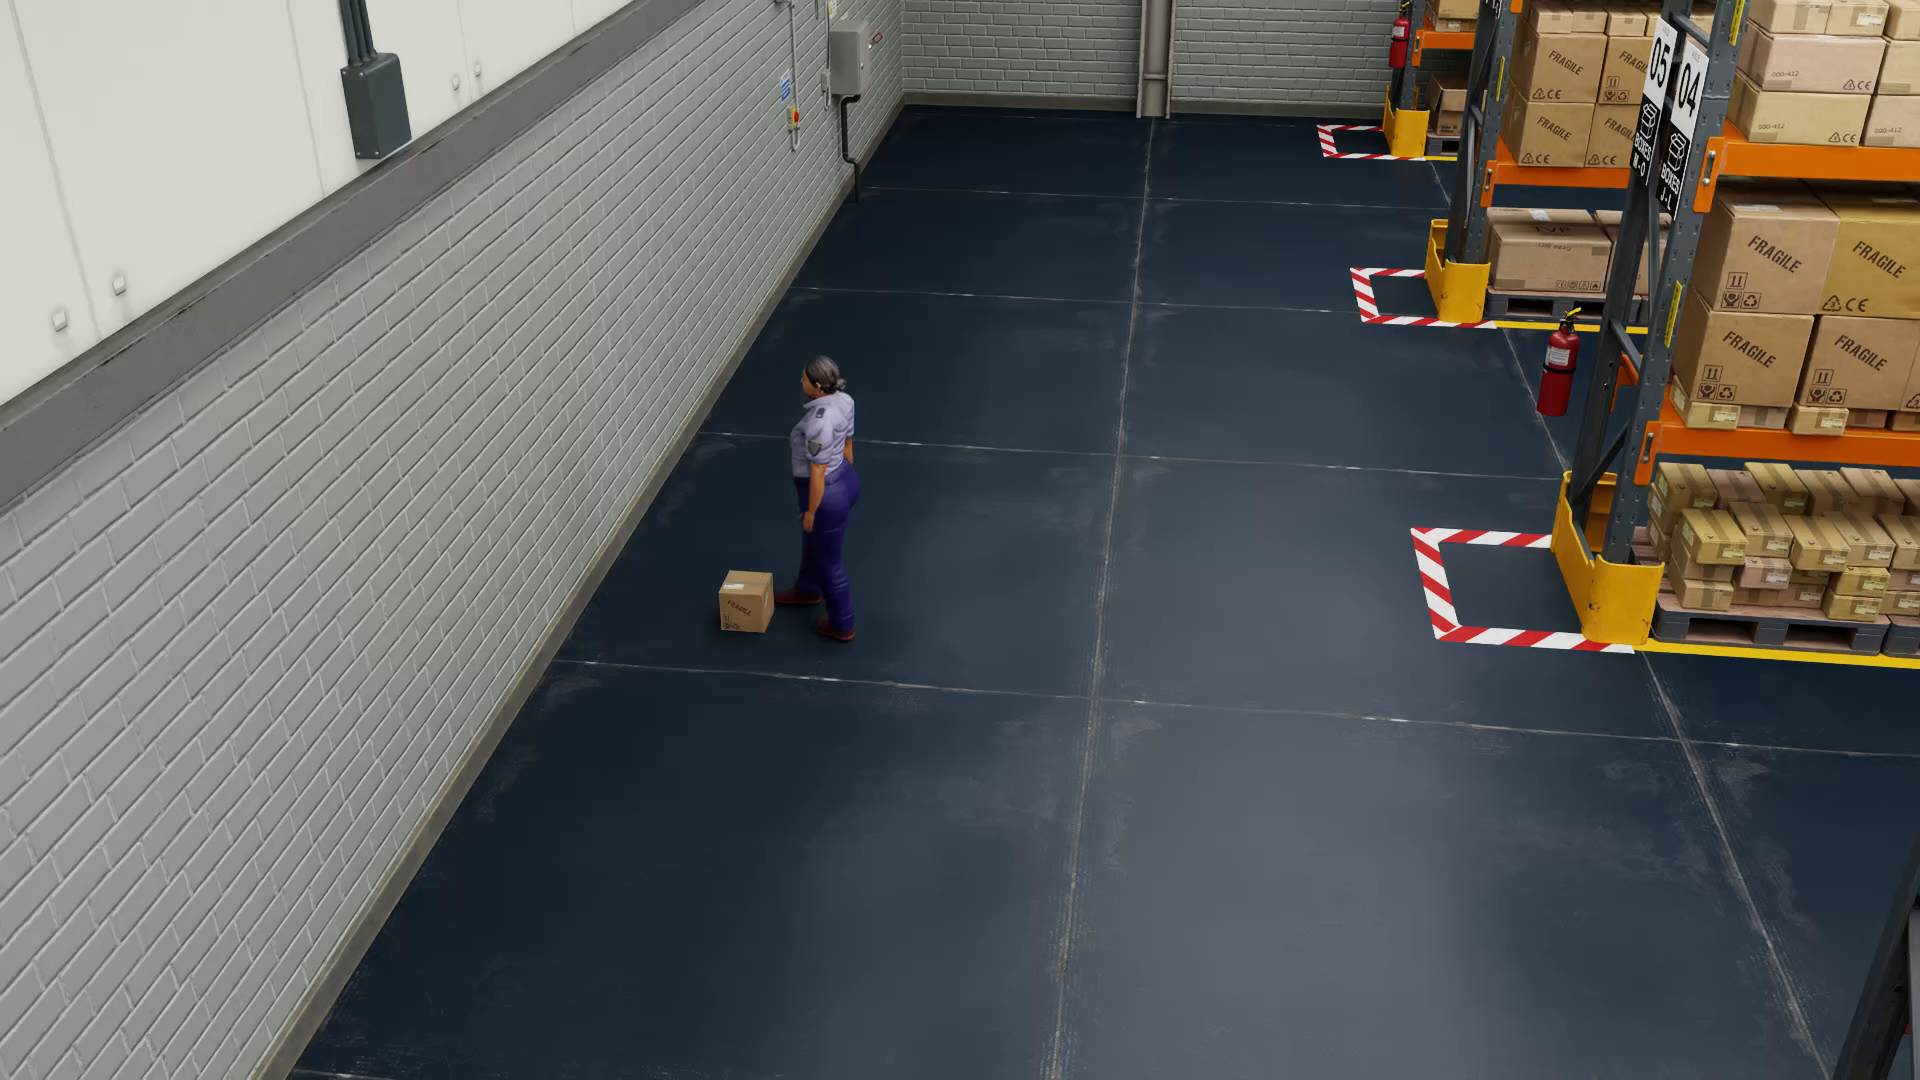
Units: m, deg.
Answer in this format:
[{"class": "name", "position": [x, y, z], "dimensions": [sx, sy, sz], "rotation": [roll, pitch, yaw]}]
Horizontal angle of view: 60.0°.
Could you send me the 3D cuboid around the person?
[{"class": "person", "position": [-0.849, -0.257, 9.103], "dimensions": [0.602, 1.645, 0.484], "rotation": [7, 29, 13]}]
